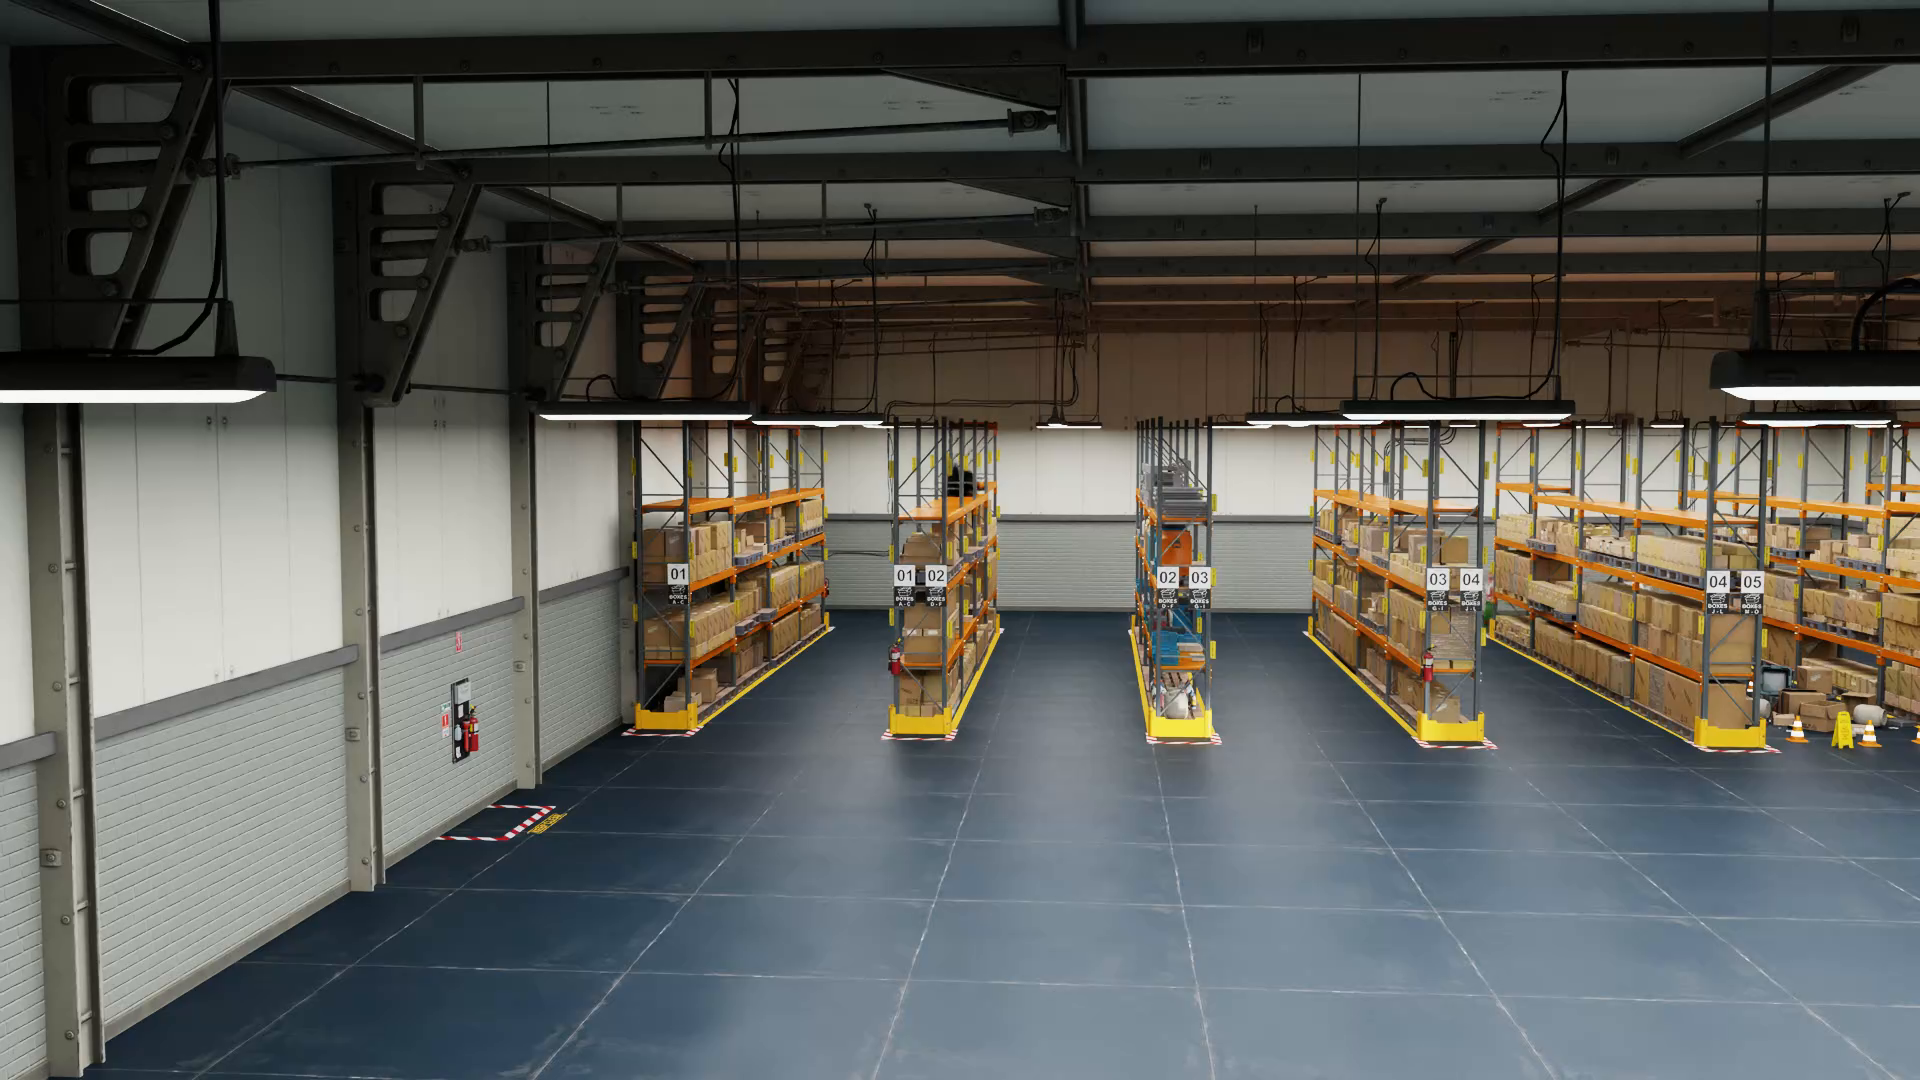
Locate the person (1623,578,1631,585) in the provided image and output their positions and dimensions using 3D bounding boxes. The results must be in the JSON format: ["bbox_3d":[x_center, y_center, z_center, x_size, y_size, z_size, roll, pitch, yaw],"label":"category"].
[{"bbox_3d":[18.841,1.757,47.307,0.695,1.771,0.675,0,4,3],"label":"person"}]

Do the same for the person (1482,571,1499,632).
[{"bbox_3d":[15.144,1.754,47.241,0.884,1.789,0.669,-1,4,-13],"label":"person"}]

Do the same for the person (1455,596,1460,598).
[{"bbox_3d":[13.720,1.874,46.883,0.763,1.562,0.561,3,5,36],"label":"person"}]
